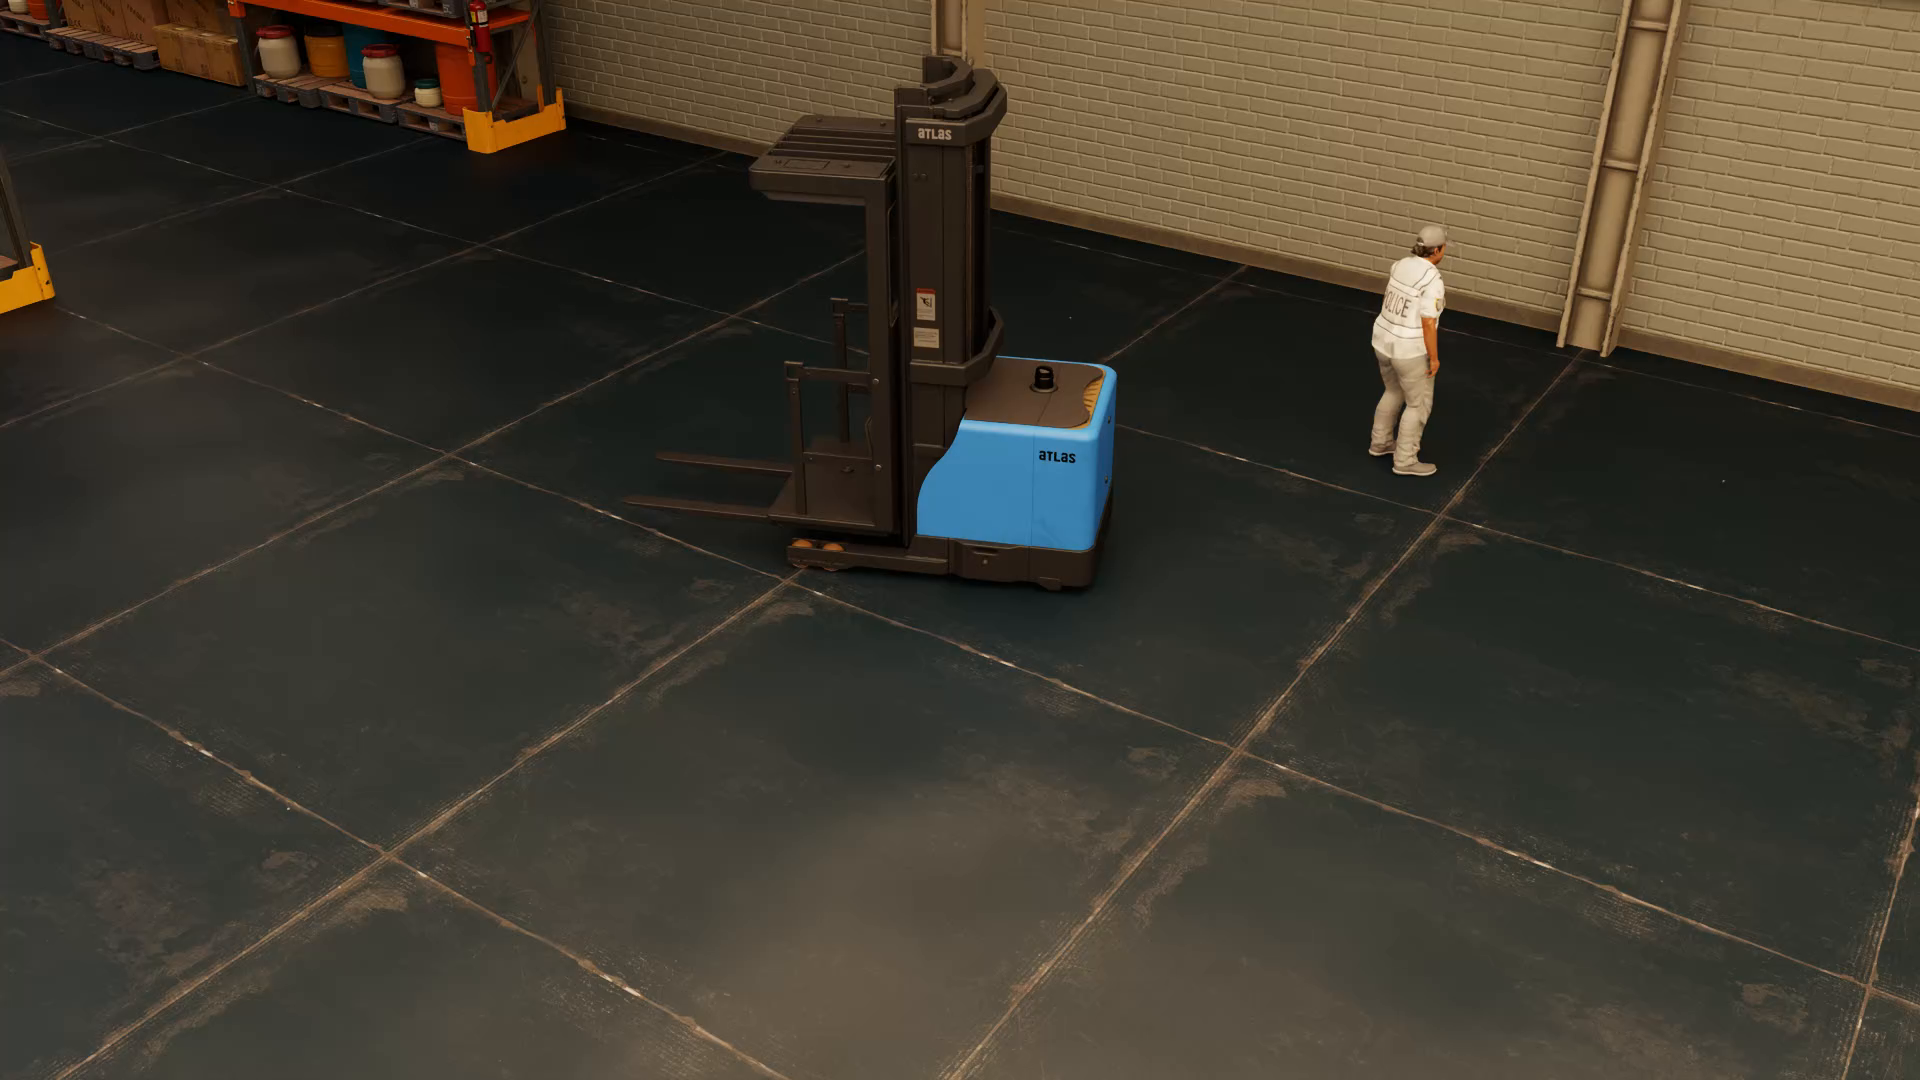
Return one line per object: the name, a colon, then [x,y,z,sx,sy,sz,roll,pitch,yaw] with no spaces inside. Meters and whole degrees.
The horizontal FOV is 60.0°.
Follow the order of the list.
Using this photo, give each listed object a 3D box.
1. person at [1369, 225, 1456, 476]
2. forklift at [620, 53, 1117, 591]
person: [3.001,-1.267,11.027,0.471,1.665,0.562,-11,32,-19]
forklift: [-0.596,-1.330,9.871,3.031,2.935,1.130,6,31,10]
